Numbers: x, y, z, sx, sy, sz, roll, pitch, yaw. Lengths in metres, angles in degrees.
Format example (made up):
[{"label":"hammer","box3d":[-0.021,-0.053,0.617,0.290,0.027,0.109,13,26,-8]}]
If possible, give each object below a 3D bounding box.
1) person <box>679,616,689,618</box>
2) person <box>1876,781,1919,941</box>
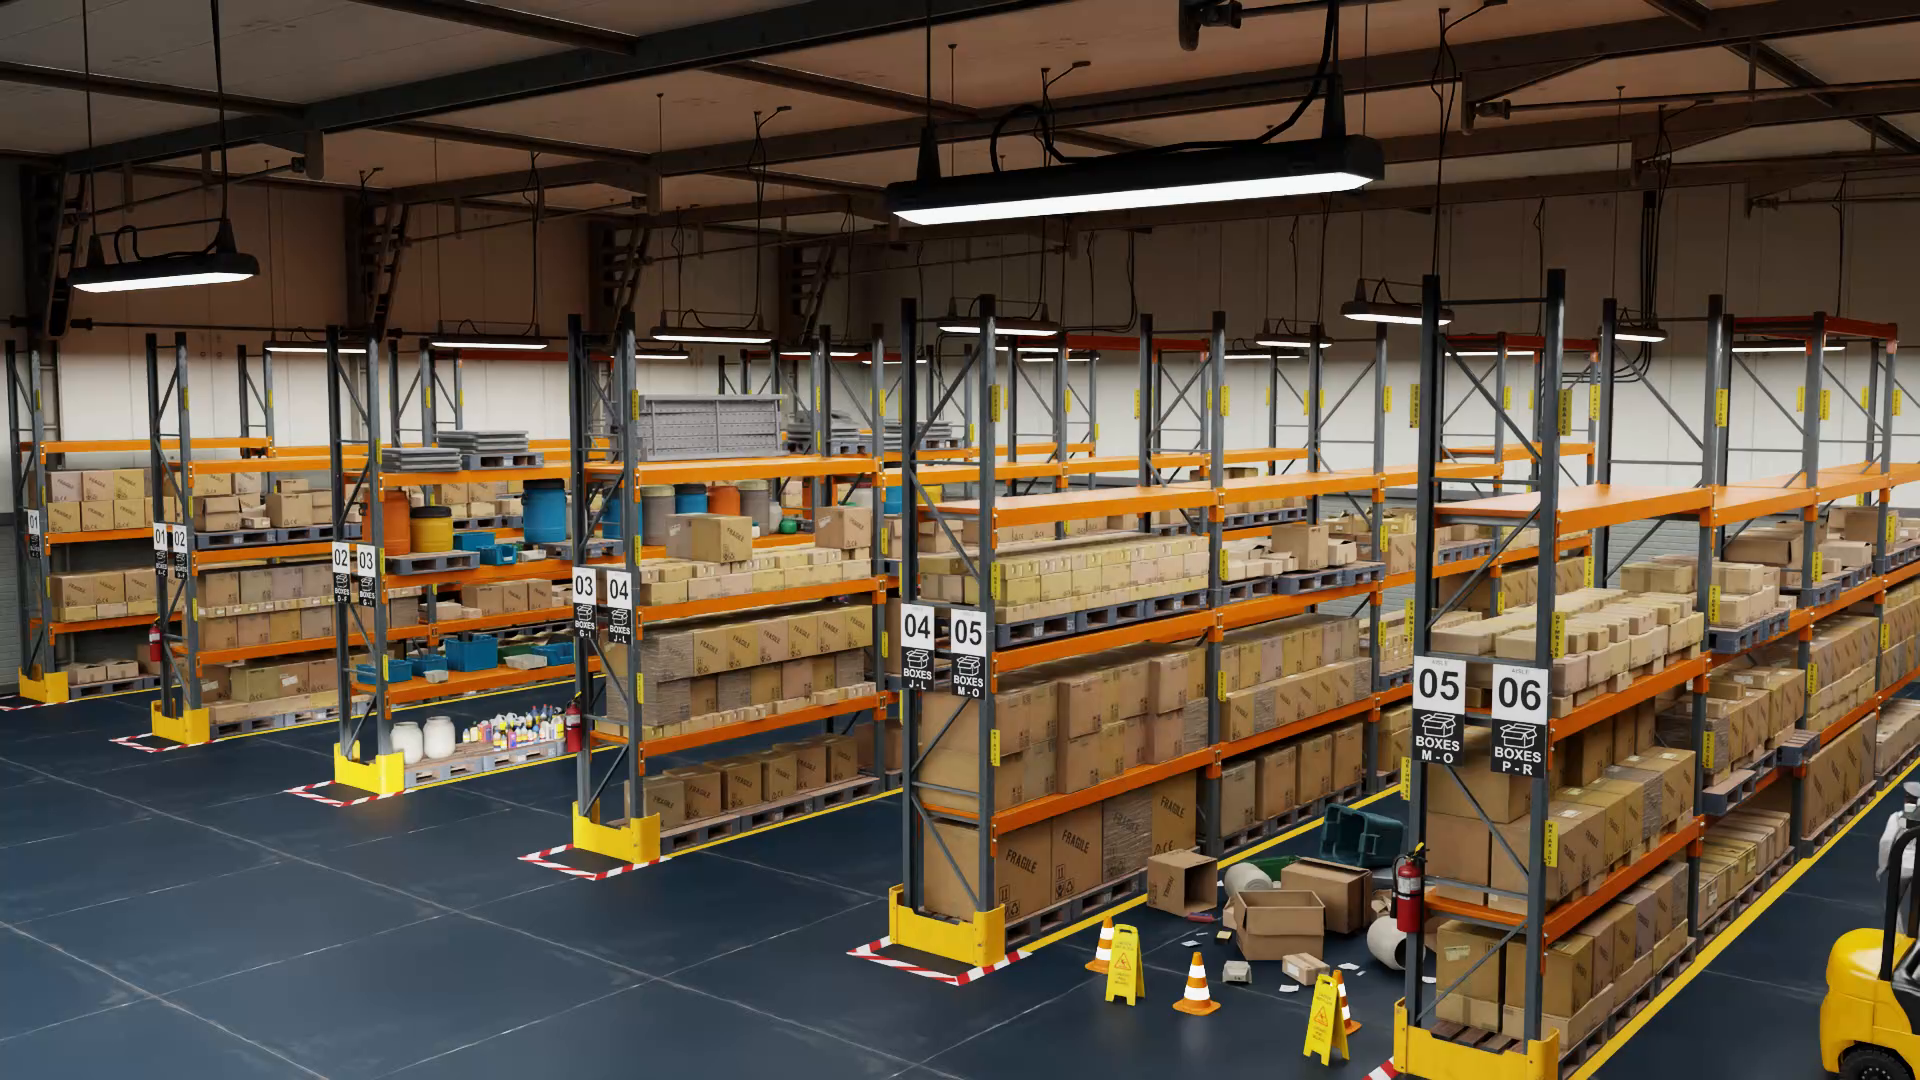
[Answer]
[{"label":"person","box3d":[-4.877,1.592,29.705,0.529,1.755,0.593,-3,6,-34]},{"label":"person","box3d":[8.650,3.025,15.134,0.544,1.579,0.728,3,6,30]}]
